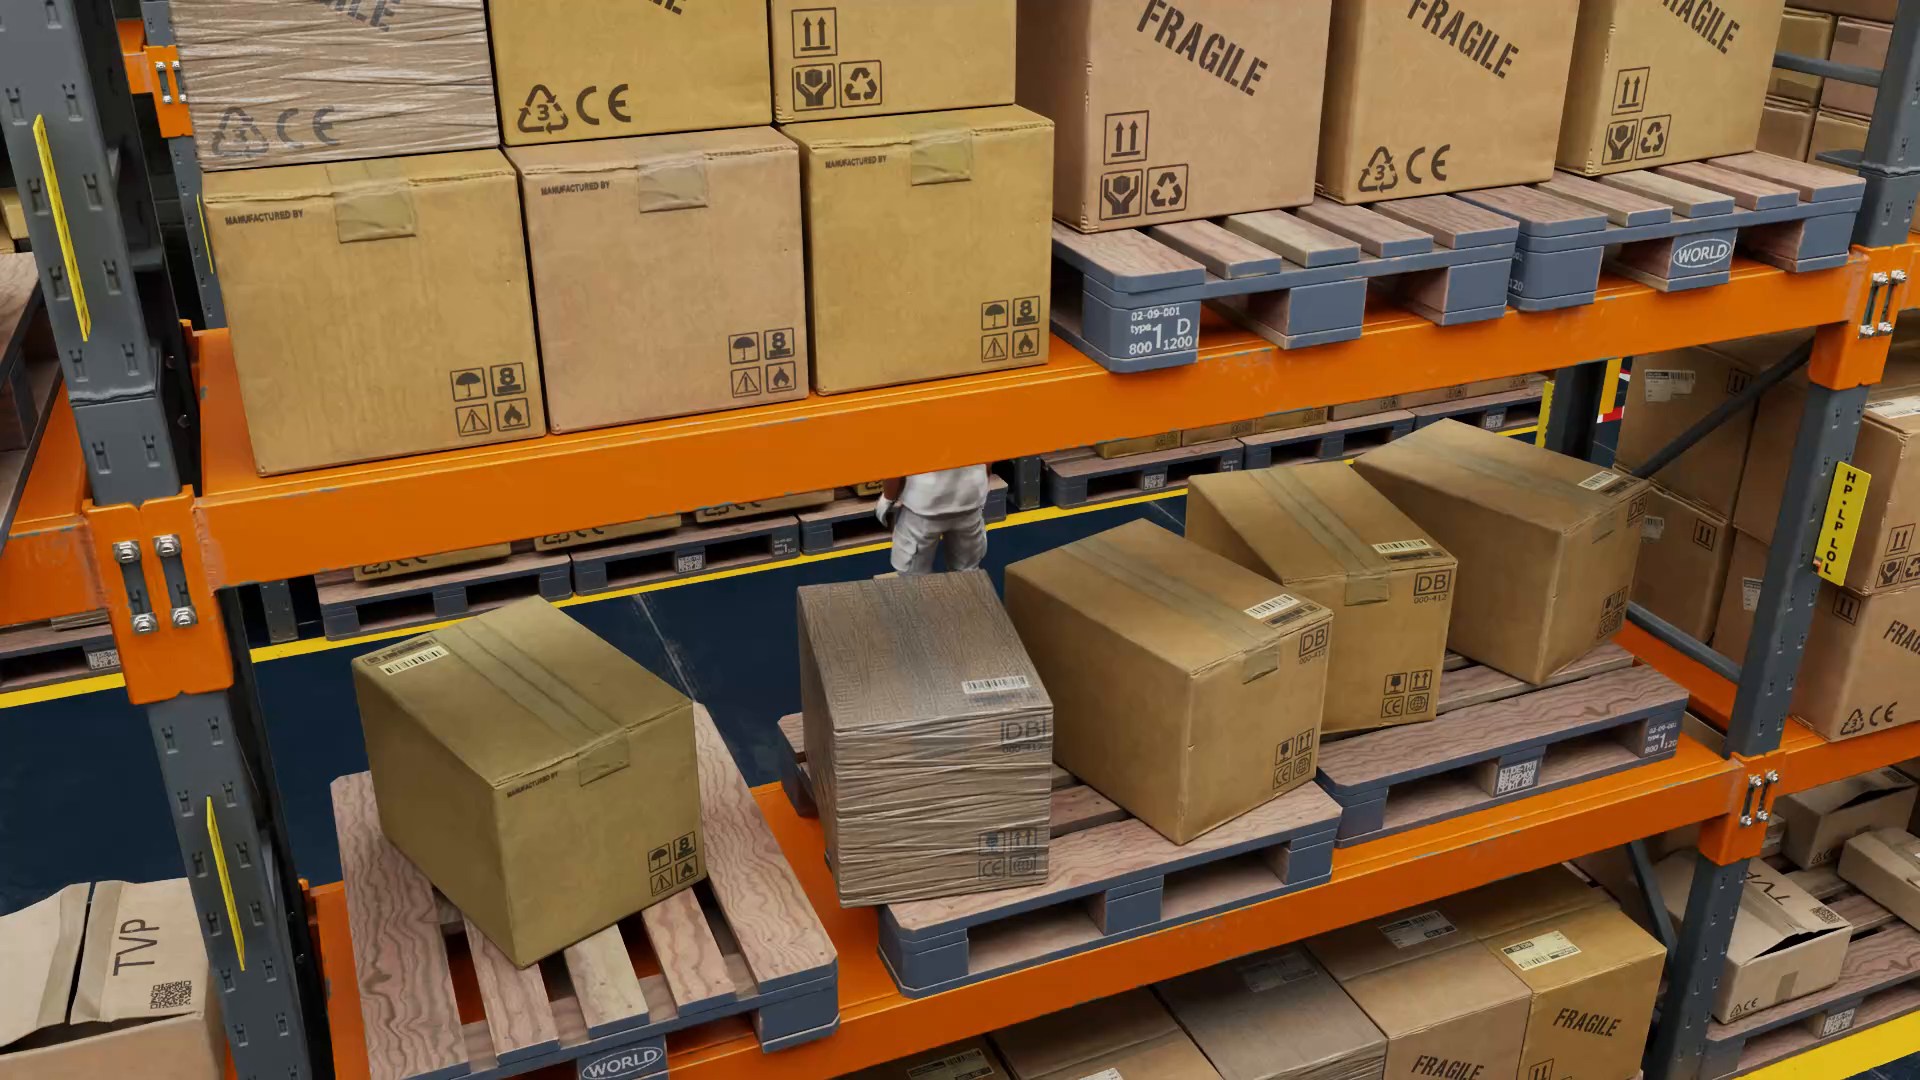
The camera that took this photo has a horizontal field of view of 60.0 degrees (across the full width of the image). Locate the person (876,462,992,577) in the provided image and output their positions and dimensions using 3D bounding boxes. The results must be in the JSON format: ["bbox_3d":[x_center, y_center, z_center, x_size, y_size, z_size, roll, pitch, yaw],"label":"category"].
[{"bbox_3d":[-0.106,-0.172,7.465,0.533,1.767,0.388,-10,27,-20],"label":"person"}]
